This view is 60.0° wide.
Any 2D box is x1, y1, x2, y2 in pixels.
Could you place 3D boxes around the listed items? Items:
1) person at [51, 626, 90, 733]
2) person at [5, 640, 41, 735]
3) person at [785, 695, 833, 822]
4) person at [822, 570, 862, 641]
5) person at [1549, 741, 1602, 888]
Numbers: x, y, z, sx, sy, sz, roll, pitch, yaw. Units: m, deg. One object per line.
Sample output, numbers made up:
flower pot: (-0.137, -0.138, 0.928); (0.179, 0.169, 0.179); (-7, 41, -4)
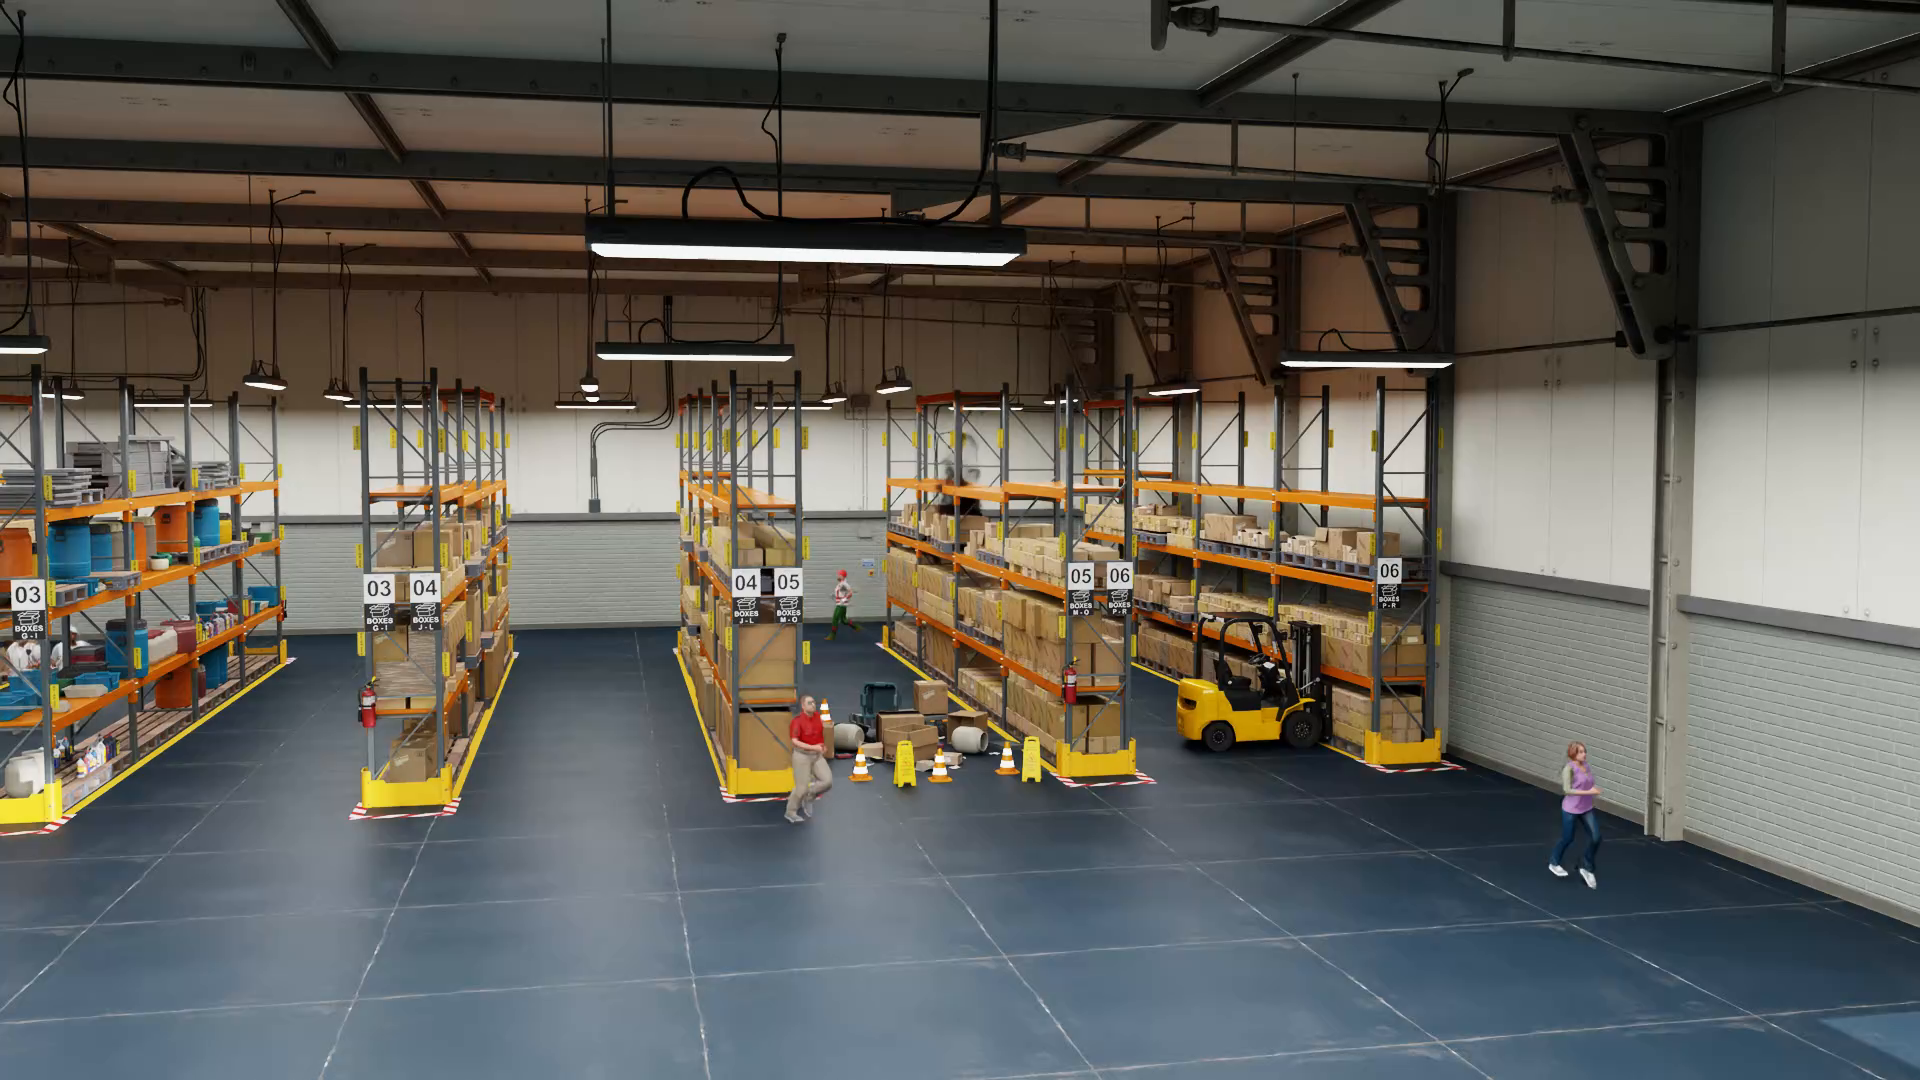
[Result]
person: (-15.286, 2.374, 28.618); (0.675, 1.786, 0.967); (-1, 4, -20)
person: (-16.172, 2.403, 28.736); (0.662, 1.797, 0.962); (-1, 4, -16)
person: (-1.949, 2.857, 21.748); (0.769, 1.681, 0.687); (3, 5, 42)
person: (-2.940, 1.632, 41.534); (1.002, 1.776, 0.678); (-1, 3, -9)
person: (6.966, 3.085, 18.757); (0.507, 1.641, 0.702); (-1, 4, -23)
